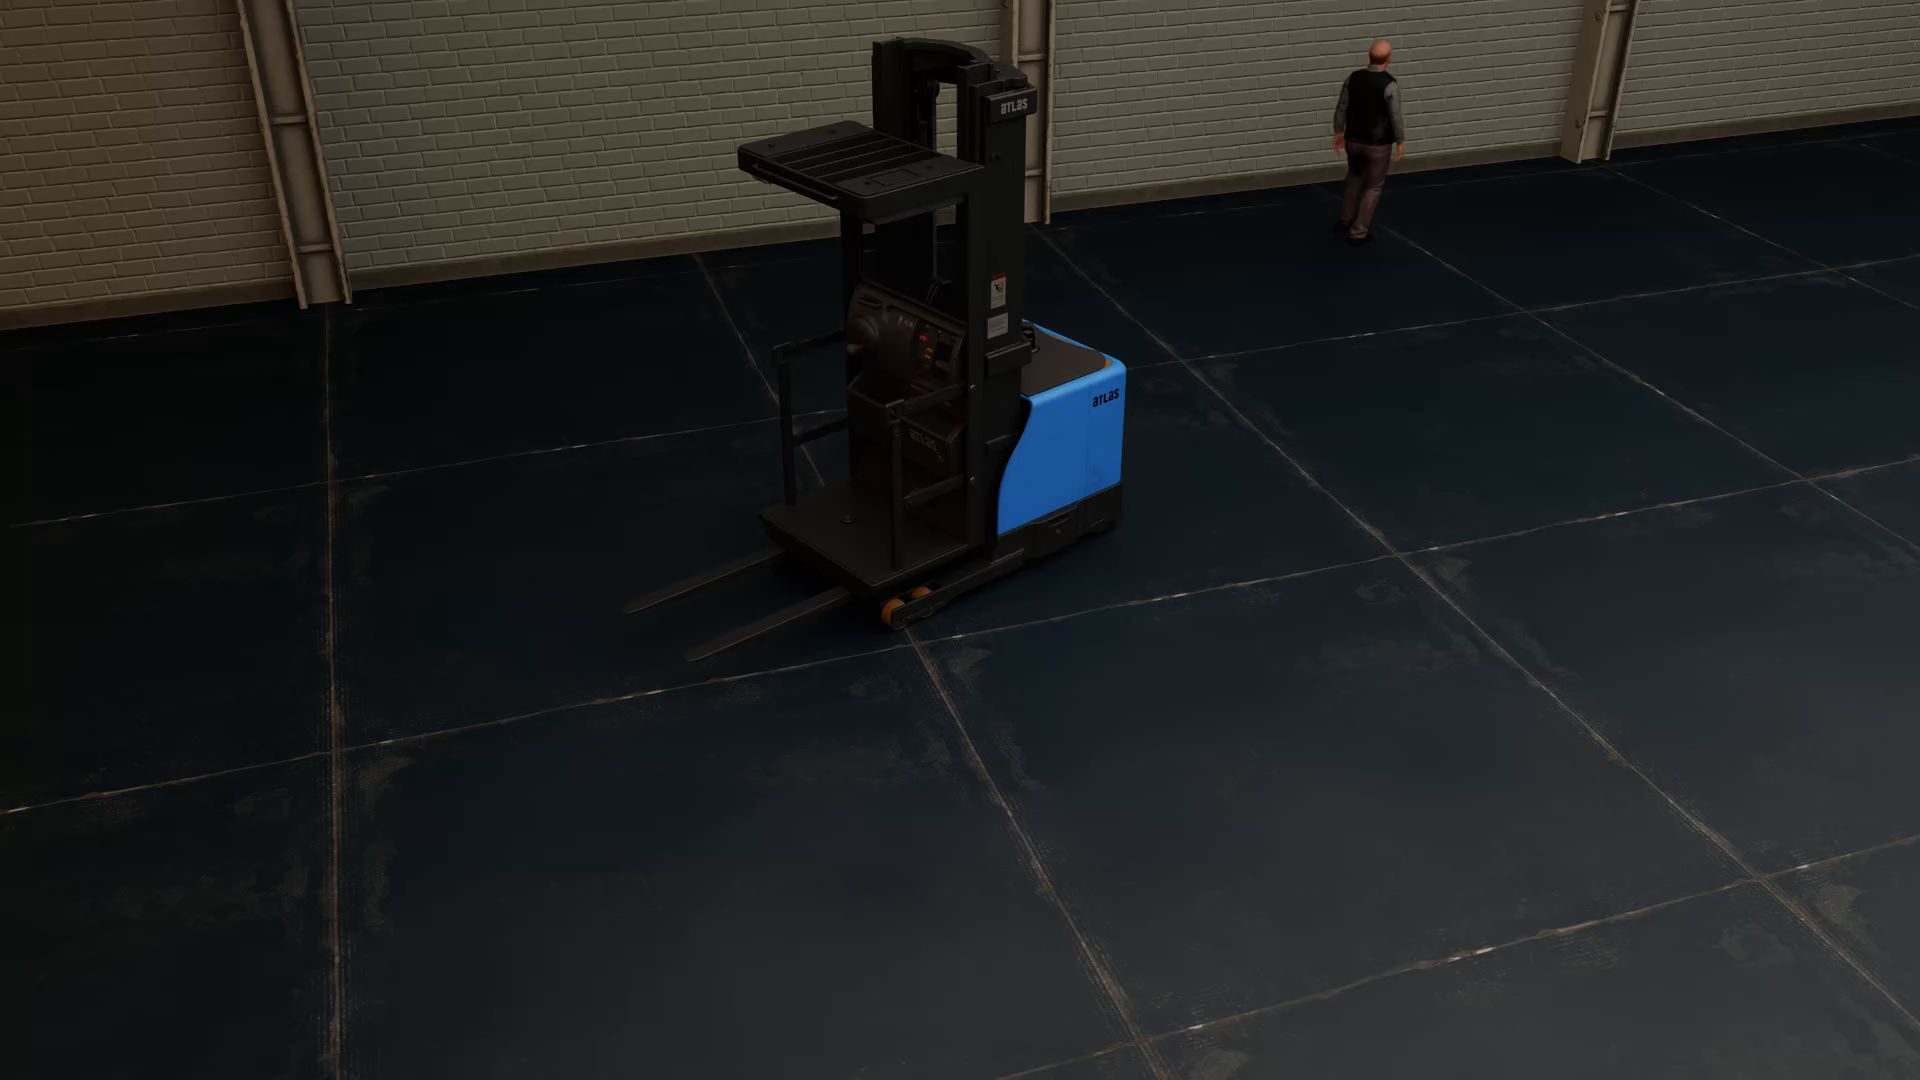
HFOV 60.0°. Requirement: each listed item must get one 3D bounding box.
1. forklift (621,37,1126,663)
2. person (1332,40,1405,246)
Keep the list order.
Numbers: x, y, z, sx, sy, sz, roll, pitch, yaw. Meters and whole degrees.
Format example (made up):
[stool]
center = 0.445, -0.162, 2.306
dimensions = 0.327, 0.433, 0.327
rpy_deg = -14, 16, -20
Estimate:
[forklift]
center = -0.461, -1.072, 8.951
dimensions = 3.031, 2.935, 1.130
rpy_deg = -23, 37, -34
[person]
center = 3.534, -3.401, 14.296
dimensions = 0.625, 1.767, 0.558
rpy_deg = 26, 39, 37
